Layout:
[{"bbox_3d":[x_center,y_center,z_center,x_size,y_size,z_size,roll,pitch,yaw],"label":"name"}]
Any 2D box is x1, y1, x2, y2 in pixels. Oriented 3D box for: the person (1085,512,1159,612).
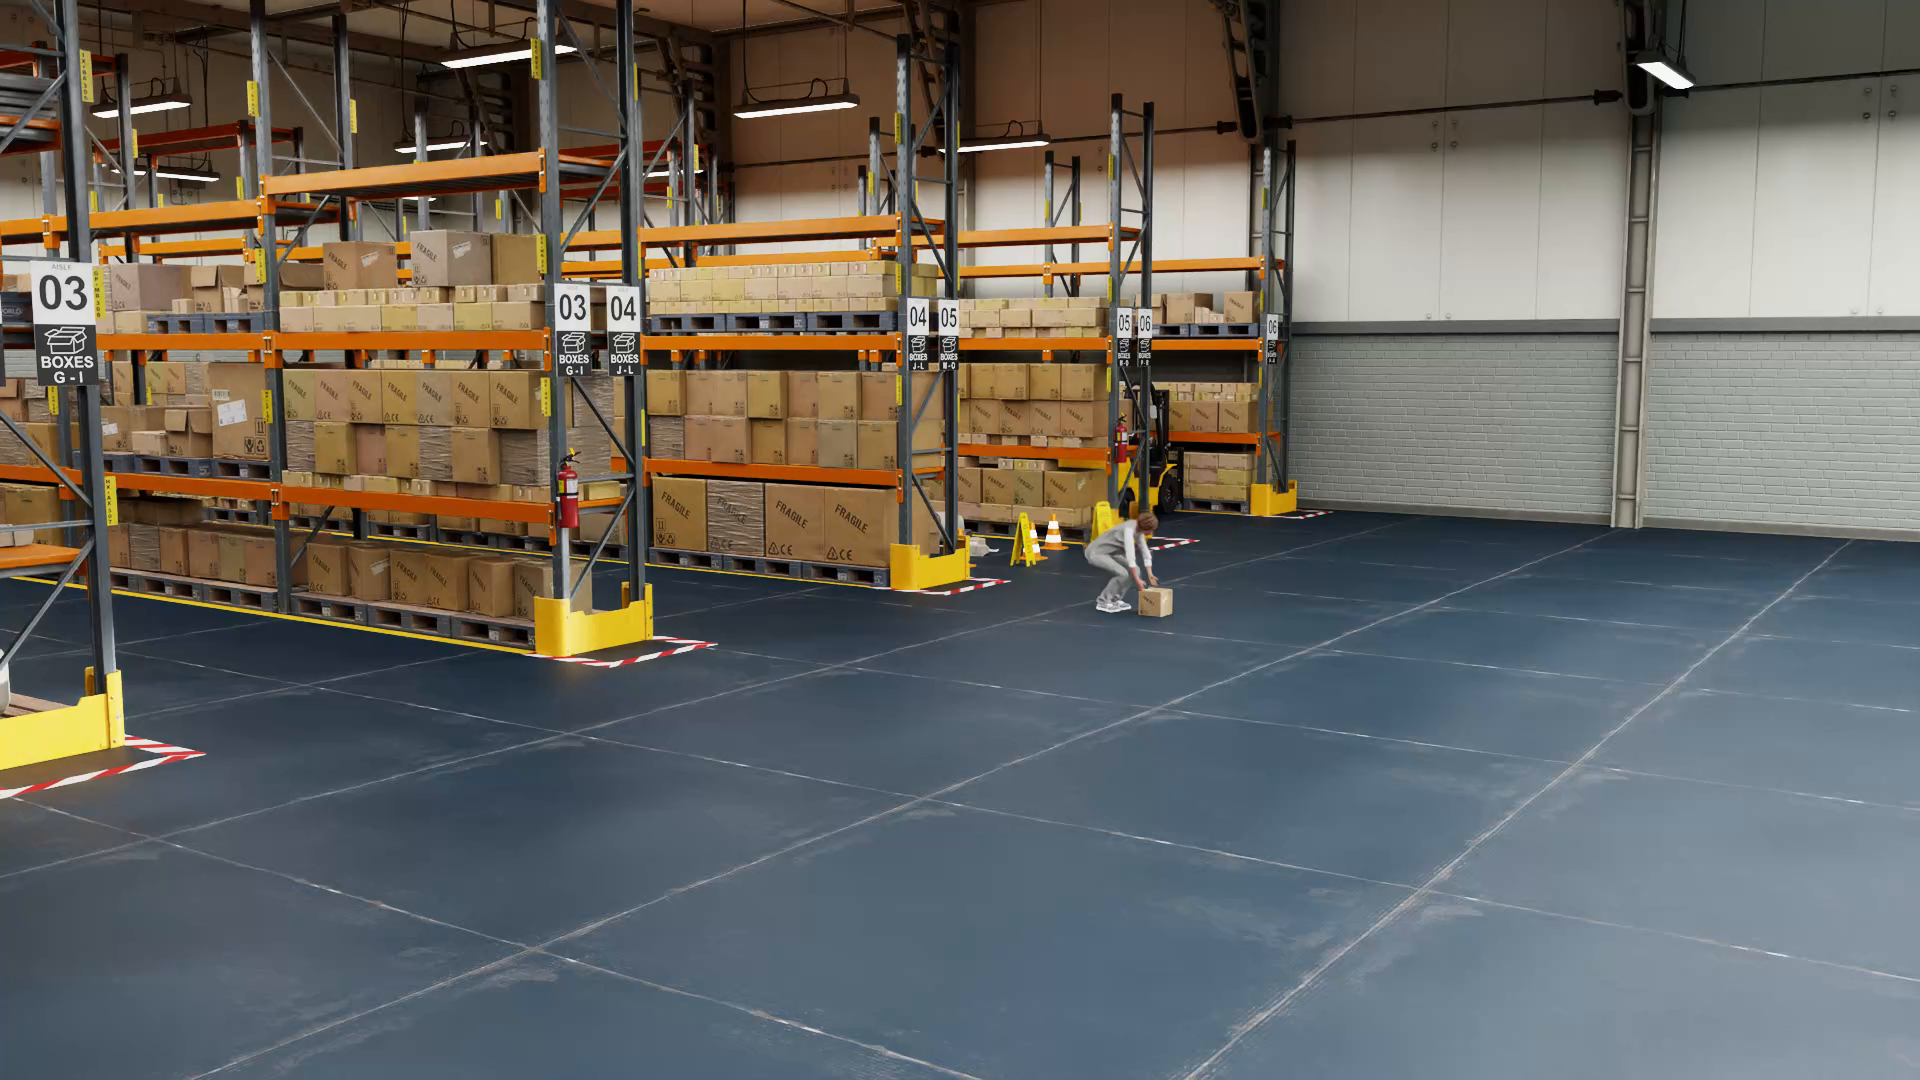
[{"bbox_3d":[1.646,0.251,16.872,0.769,0.947,0.456,4,8,33],"label":"person"}]
